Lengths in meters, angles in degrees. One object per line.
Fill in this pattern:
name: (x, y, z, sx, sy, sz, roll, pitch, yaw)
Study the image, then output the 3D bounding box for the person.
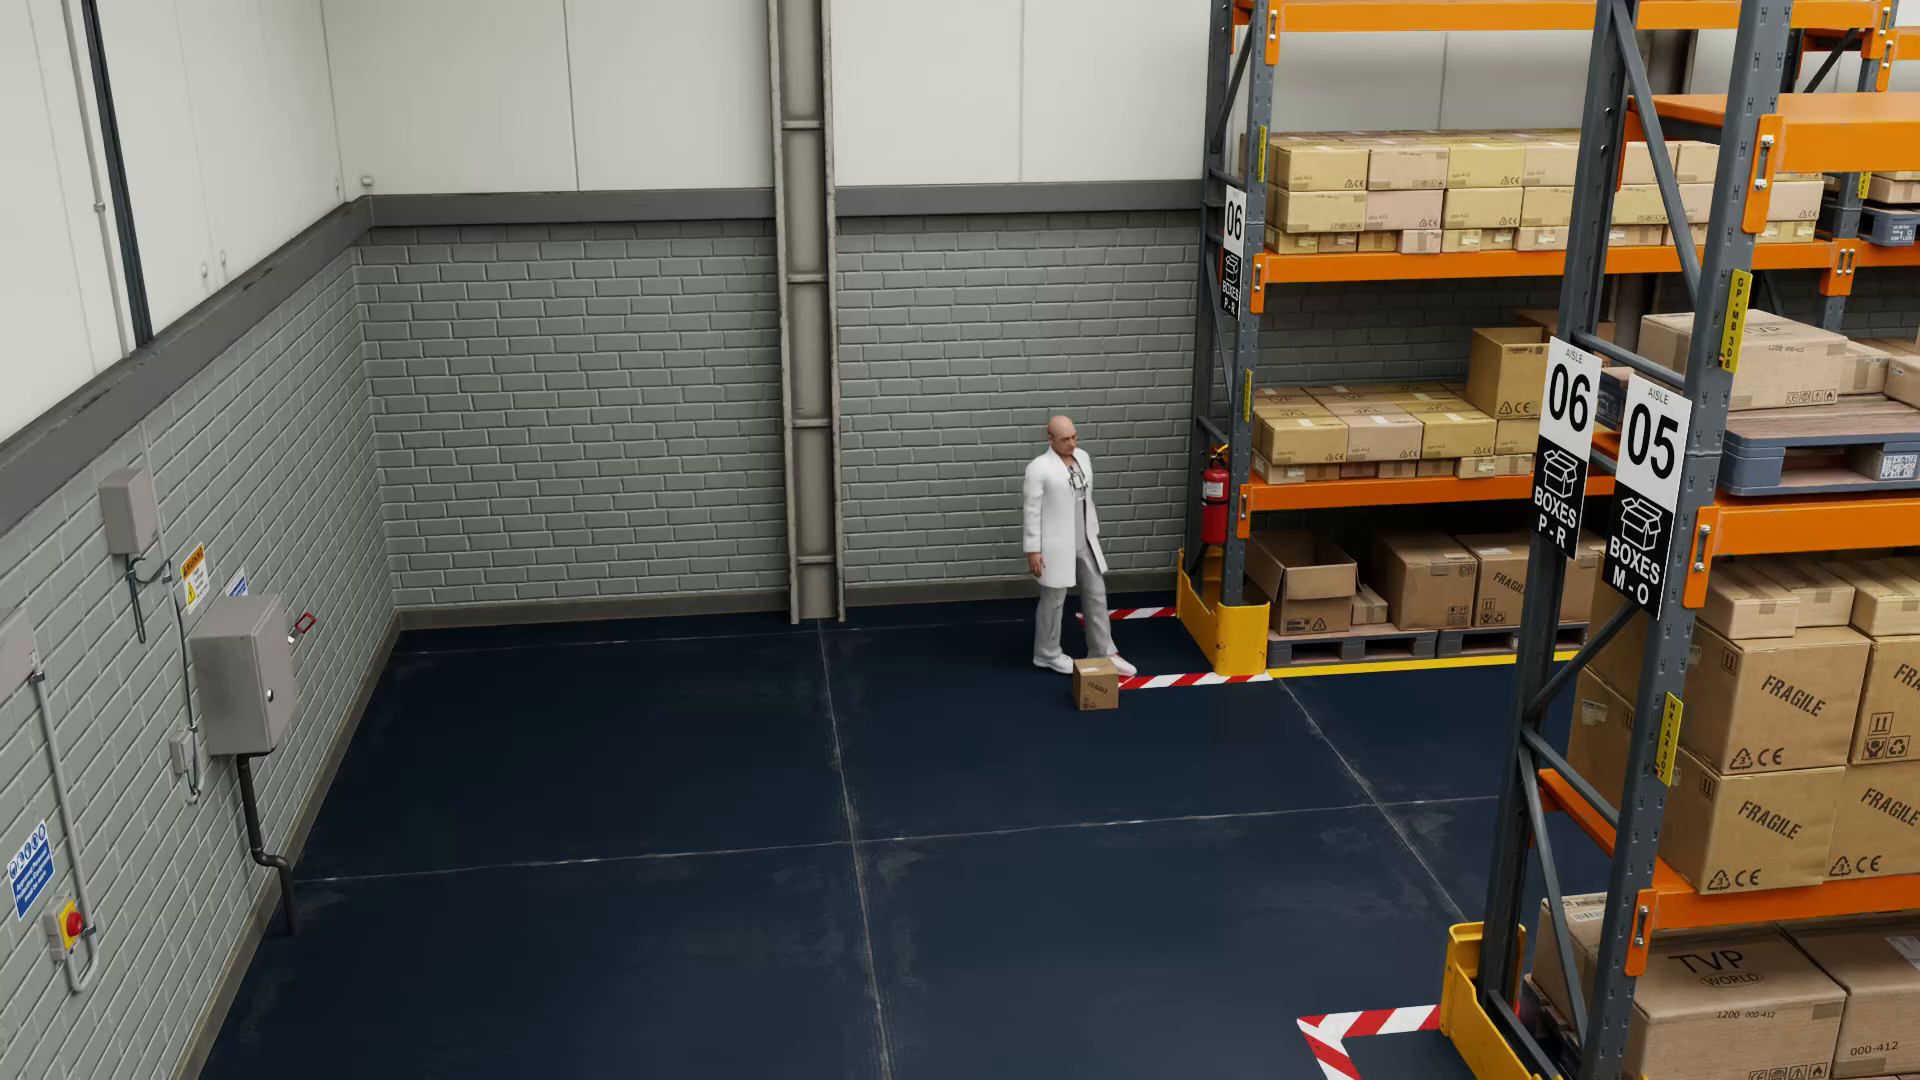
person: (0.772, 0.060, 10.902, 0.611, 1.775, 0.629, -16, 25, -37)
